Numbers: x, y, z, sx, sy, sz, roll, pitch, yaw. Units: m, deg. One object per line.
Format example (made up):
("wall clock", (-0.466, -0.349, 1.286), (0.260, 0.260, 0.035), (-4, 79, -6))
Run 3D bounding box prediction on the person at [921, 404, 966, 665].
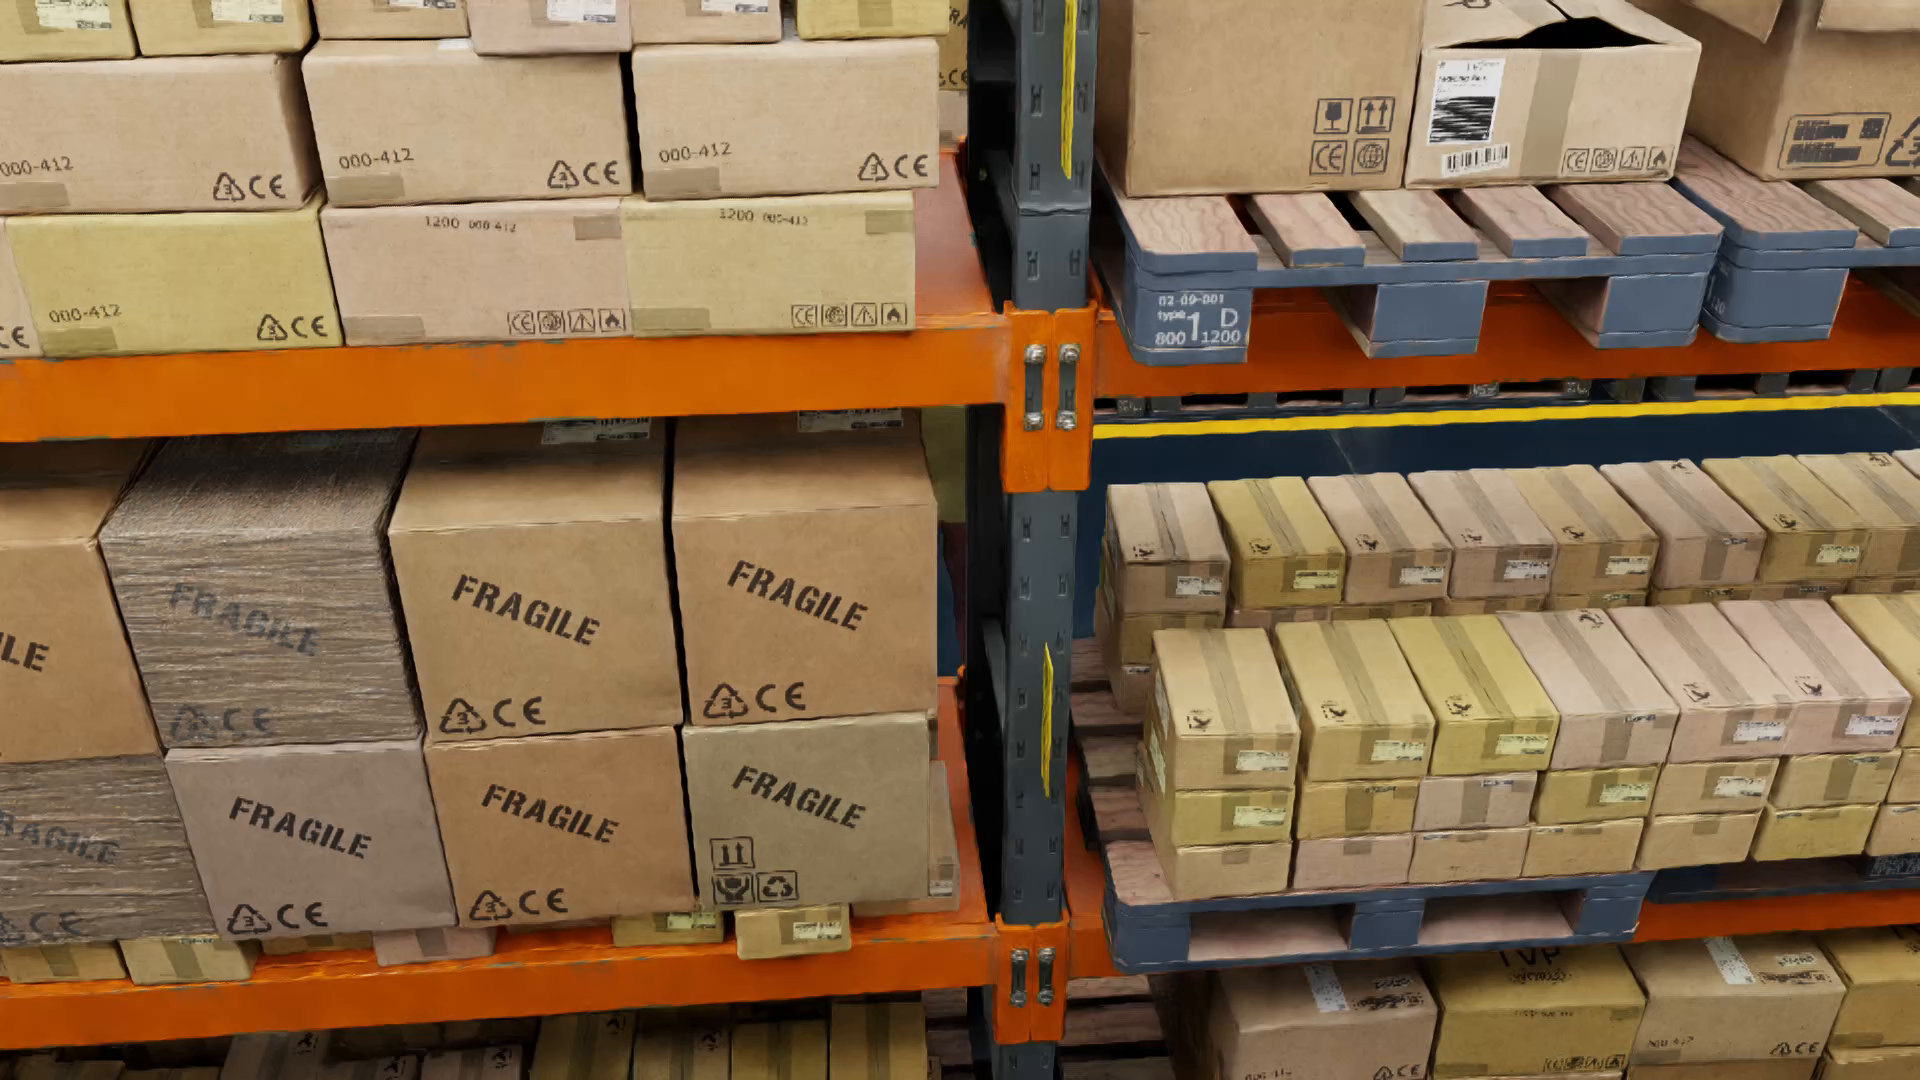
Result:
("person", (-0.061, -0.096, 6.253), (0.481, 1.679, 0.385), (-1, 31, -2))
